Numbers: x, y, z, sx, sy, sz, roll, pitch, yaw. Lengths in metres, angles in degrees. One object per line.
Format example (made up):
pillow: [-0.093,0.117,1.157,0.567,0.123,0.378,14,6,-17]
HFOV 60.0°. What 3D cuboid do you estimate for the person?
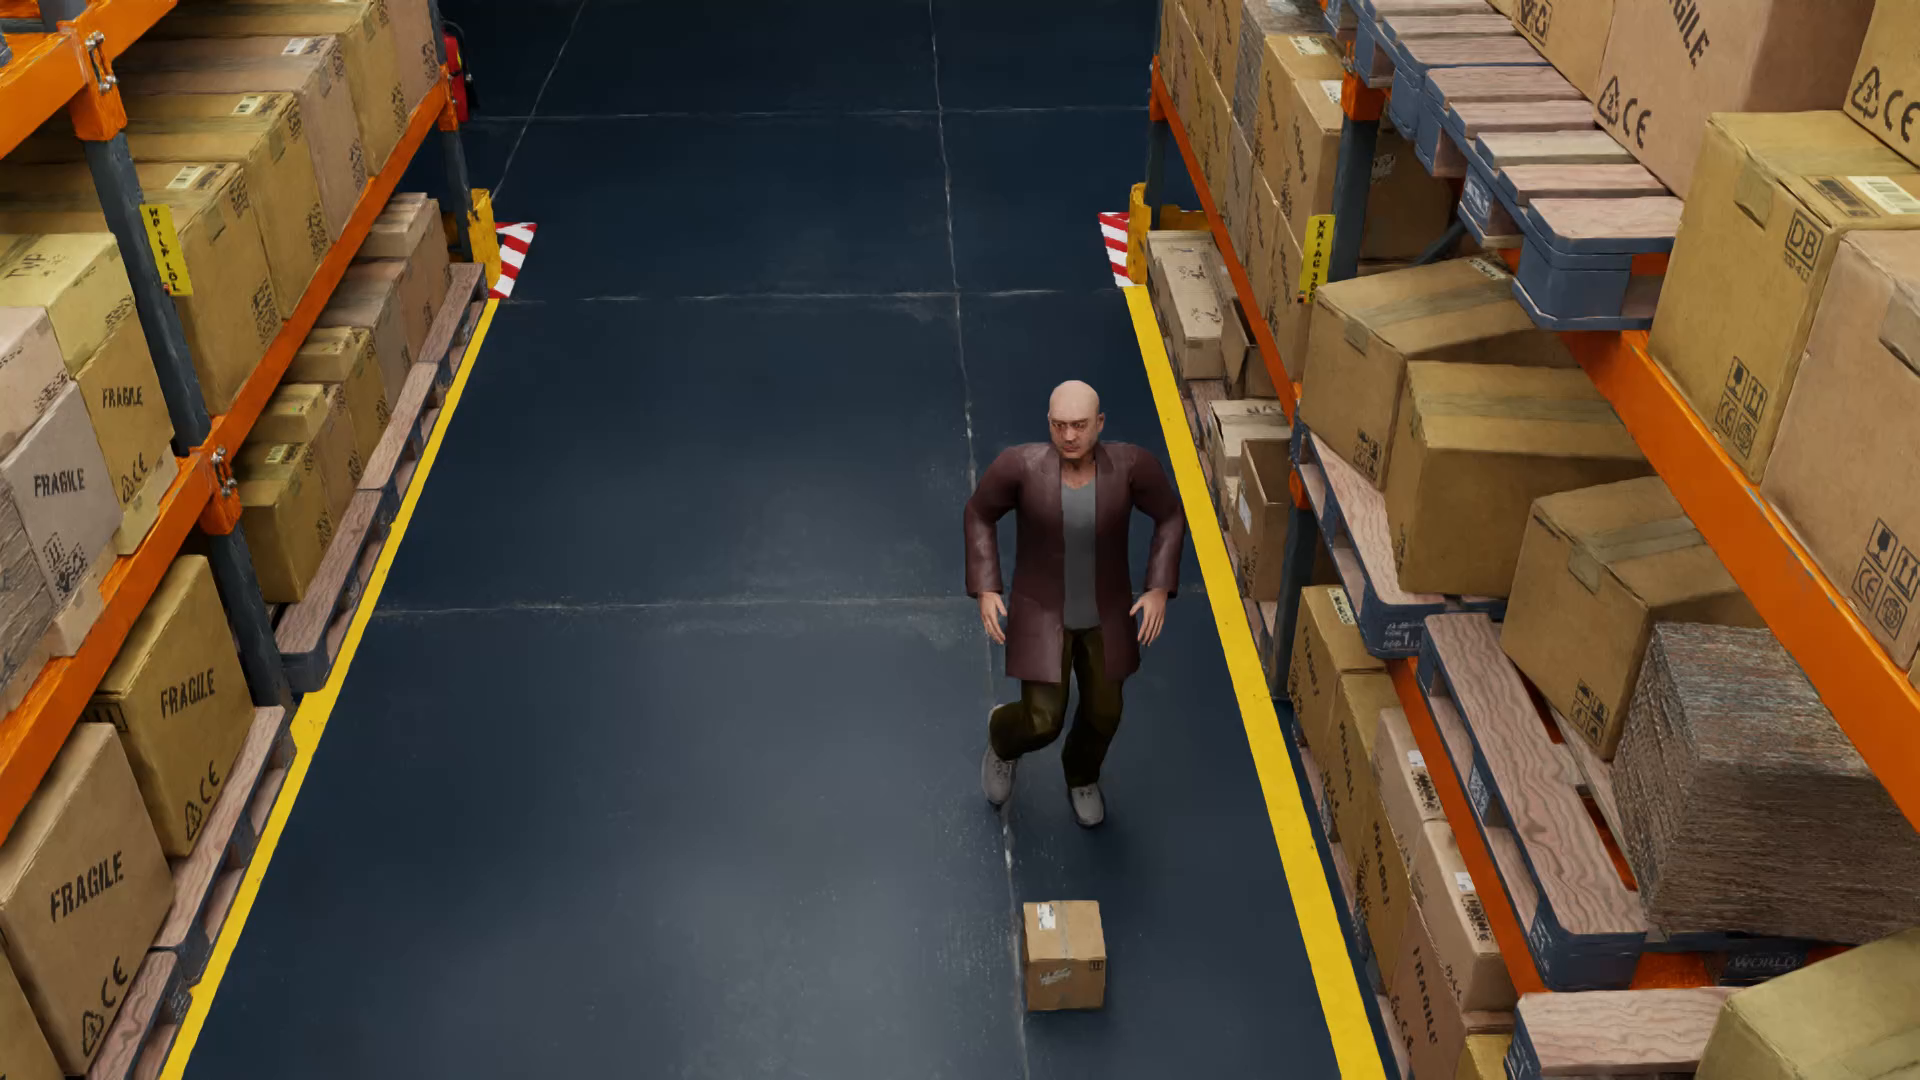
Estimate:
person: [0.412,0.253,5.826,0.772,1.744,0.524,-6,35,-8]
